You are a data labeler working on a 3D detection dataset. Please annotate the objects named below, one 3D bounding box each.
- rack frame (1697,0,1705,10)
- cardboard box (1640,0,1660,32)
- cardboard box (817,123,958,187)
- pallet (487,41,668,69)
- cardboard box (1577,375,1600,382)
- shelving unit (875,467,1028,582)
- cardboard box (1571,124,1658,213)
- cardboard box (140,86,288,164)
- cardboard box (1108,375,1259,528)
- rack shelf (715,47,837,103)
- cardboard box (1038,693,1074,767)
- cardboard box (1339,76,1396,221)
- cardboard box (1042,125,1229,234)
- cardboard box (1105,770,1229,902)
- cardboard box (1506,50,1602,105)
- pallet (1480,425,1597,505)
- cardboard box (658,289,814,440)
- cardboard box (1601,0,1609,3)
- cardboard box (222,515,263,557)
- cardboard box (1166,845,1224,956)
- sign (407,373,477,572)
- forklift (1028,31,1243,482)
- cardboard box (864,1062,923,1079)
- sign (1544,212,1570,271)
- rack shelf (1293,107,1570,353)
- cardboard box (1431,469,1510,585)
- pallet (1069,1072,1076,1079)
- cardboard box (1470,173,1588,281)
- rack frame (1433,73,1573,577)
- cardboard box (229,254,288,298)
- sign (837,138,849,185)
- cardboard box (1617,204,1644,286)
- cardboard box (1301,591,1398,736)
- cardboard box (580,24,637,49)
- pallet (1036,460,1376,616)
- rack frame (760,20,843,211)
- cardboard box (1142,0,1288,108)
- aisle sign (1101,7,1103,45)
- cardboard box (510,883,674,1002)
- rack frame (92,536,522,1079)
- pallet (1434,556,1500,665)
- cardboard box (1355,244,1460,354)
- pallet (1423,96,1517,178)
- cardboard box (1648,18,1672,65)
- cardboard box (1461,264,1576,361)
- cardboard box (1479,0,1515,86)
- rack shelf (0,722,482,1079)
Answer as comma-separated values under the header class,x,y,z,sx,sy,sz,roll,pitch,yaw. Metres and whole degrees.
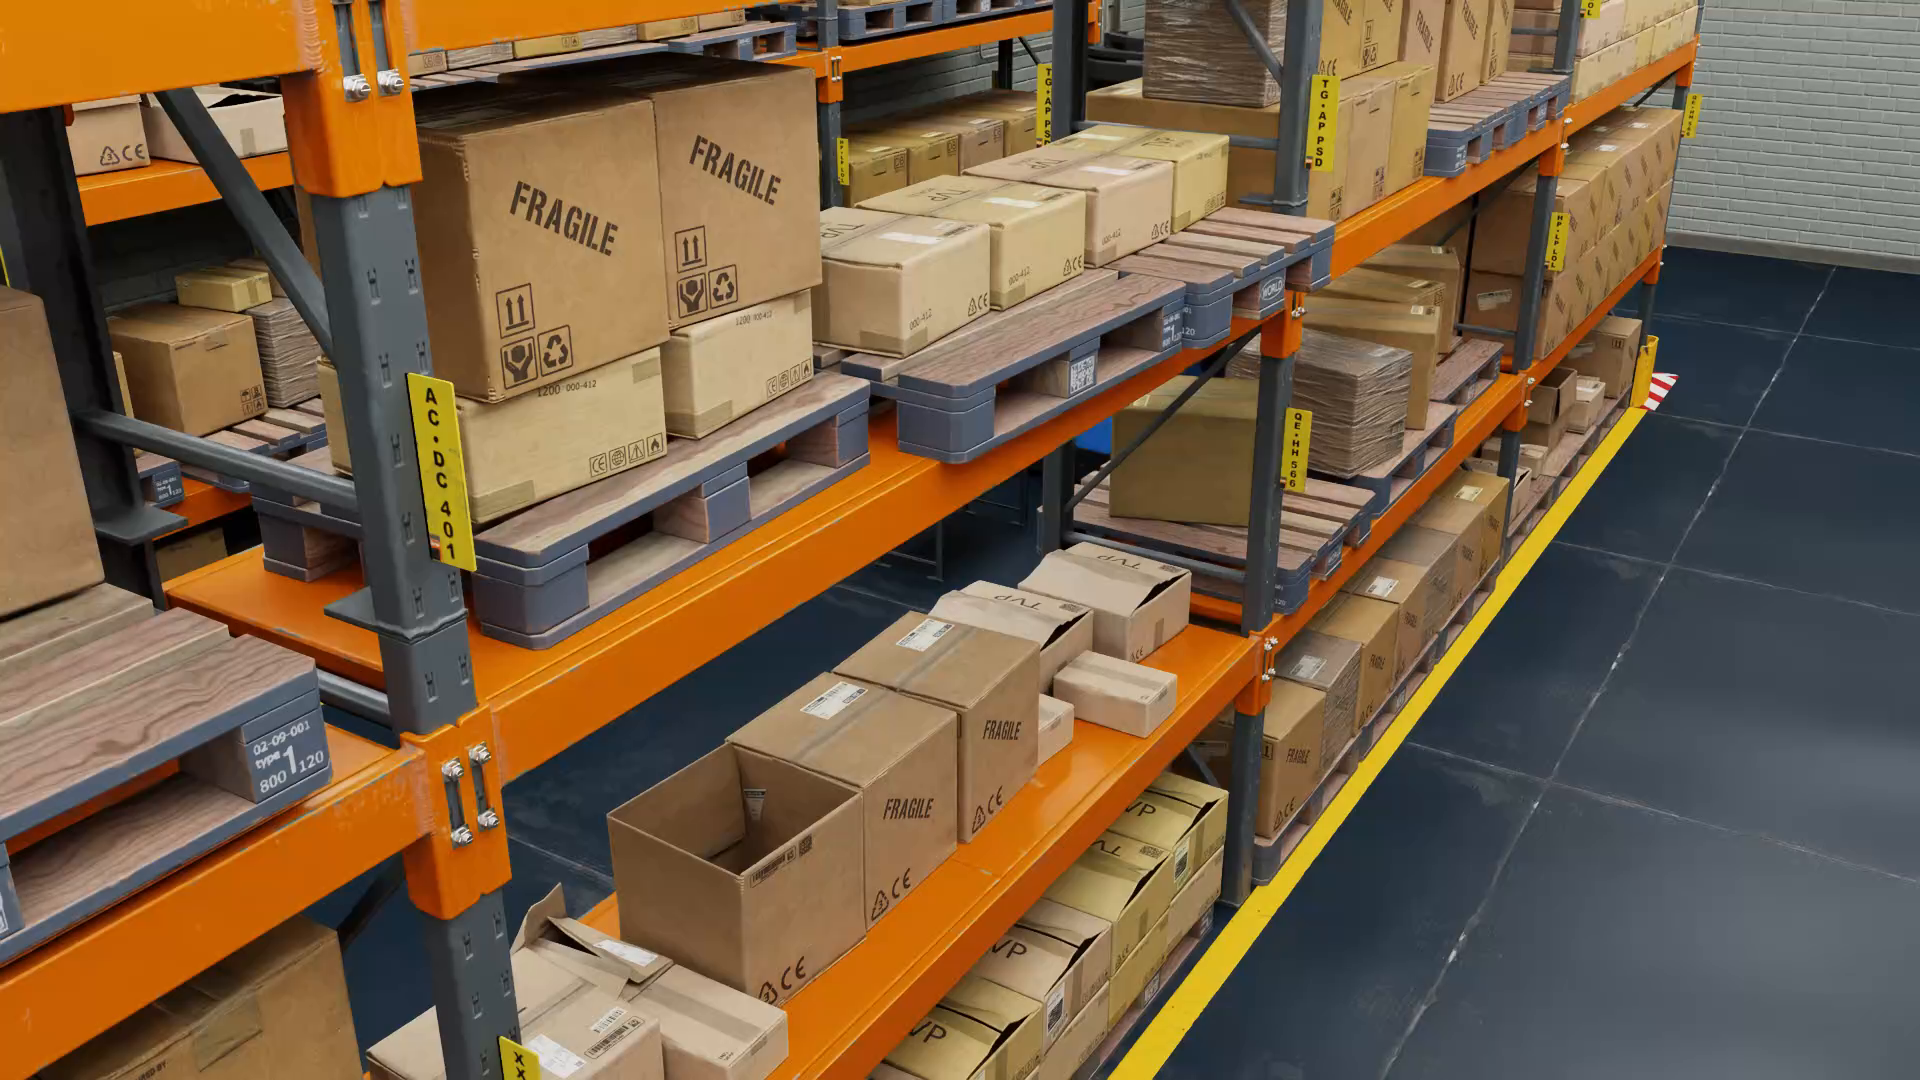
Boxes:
class,x,y,z,sx,sy,sz,roll,pitch,yaw
rack frame,5.018,-5.376,11.842,1.000,3.000,0.127,14,27,29
cardboard box,4.175,-3.427,10.673,0.500,0.250,0.500,14,27,29
cardboard box,-0.612,-2.872,13.232,0.980,0.700,0.700,13,27,28
pallet,-2.530,-2.856,10.034,1.003,0.211,1.213,15,28,31
cardboard box,4.651,-1.172,12.694,0.380,0.166,0.250,14,27,29
shelving unit,-0.045,-0.659,10.386,0.538,1.500,1.048,14,27,29
cardboard box,4.482,-2.573,11.534,0.500,0.500,0.500,15,27,30
cardboard box,-3.562,-2.005,7.917,0.500,0.311,0.500,14,27,29
cardboard box,1.035,-0.398,7.239,0.700,0.500,0.500,5,24,11
rack shelf,-2.357,-2.681,10.298,1.077,0.370,4.000,14,27,29
cardboard box,0.174,0.635,5.825,0.380,0.149,0.250,16,28,33
cardboard box,1.269,-1.672,6.935,0.910,0.500,0.500,14,27,29
cardboard box,0.607,-1.258,5.766,0.500,0.250,0.500,12,26,25
cardboard box,0.731,1.117,6.620,0.500,0.311,0.500,15,27,30
cardboard box,3.375,-2.693,9.608,0.500,0.250,0.500,14,27,29
pallet,3.914,-0.638,11.959,1.003,0.211,1.213,14,27,29
cardboard box,-0.691,-0.465,3.934,0.500,0.250,0.500,11,26,24
cardboard box,3.517,-3.465,9.819,0.700,0.500,0.500,14,27,29
cardboard box,-3.747,0.239,9.014,0.700,0.500,0.500,14,27,30
cardboard box,0.728,1.375,6.731,0.500,0.250,0.500,15,27,30
sign,-0.839,-0.107,2.696,0.100,0.325,0.005,14,27,29
forklift,1.583,-2.206,12.157,1.130,2.935,3.031,16,28,32
cardboard box,-0.341,1.809,5.023,0.500,0.311,0.500,13,27,27
sign,3.382,-1.689,9.419,0.100,0.325,0.005,14,27,29
rack shelf,1.854,-1.644,7.903,1.077,0.370,4.000,14,27,29
cardboard box,2.892,-0.101,9.801,0.500,0.500,0.500,14,27,29
pallet,-0.313,2.036,5.780,1.003,0.211,1.213,14,27,29
cardboard box,3.396,-1.878,9.928,0.500,0.500,0.500,15,27,30
rack frame,2.909,-1.273,9.915,1.000,3.000,0.127,14,27,29
cardboard box,-3.568,-1.383,8.672,0.380,0.149,0.250,10,25,22
sign,-0.836,-2.694,11.841,0.100,0.325,0.005,14,27,29
cardboard box,4.475,-2.118,11.740,0.500,0.500,0.500,14,27,29
cardboard box,1.822,0.582,8.222,0.500,0.500,0.500,13,27,28
cardboard box,-2.417,-3.303,10.149,0.700,0.500,0.500,14,27,29
pallet,1.096,-0.078,7.397,1.213,0.211,1.003,14,27,29
rack frame,-1.302,-2.310,12.310,1.000,3.000,0.127,14,27,29
cardboard box,1.034,-1.950,6.319,0.500,0.500,0.500,14,27,29
aisle sign,1.101,-4.814,14.823,0.394,0.787,0.004,14,27,29
cardboard box,-1.004,1.153,4.479,0.396,0.266,0.258,13,27,28
rack frame,-1.311,1.427,3.678,1.000,3.000,0.127,14,27,29
pallet,2.512,0.289,9.817,1.003,0.211,1.213,14,27,29
cardboard box,2.469,-1.399,9.551,0.700,0.500,0.500,5,24,11
pallet,1.960,-2.007,8.072,1.213,0.211,1.003,14,27,29
cardboard box,4.446,-3.364,11.159,0.500,0.250,0.500,14,27,29
cardboard box,3.409,-1.434,10.161,0.500,0.500,0.500,15,27,30
cardboard box,2.580,-2.780,8.839,0.600,0.600,0.600,11,26,24
rack shelf,-2.366,1.056,1.666,1.077,0.370,4.000,14,27,29
